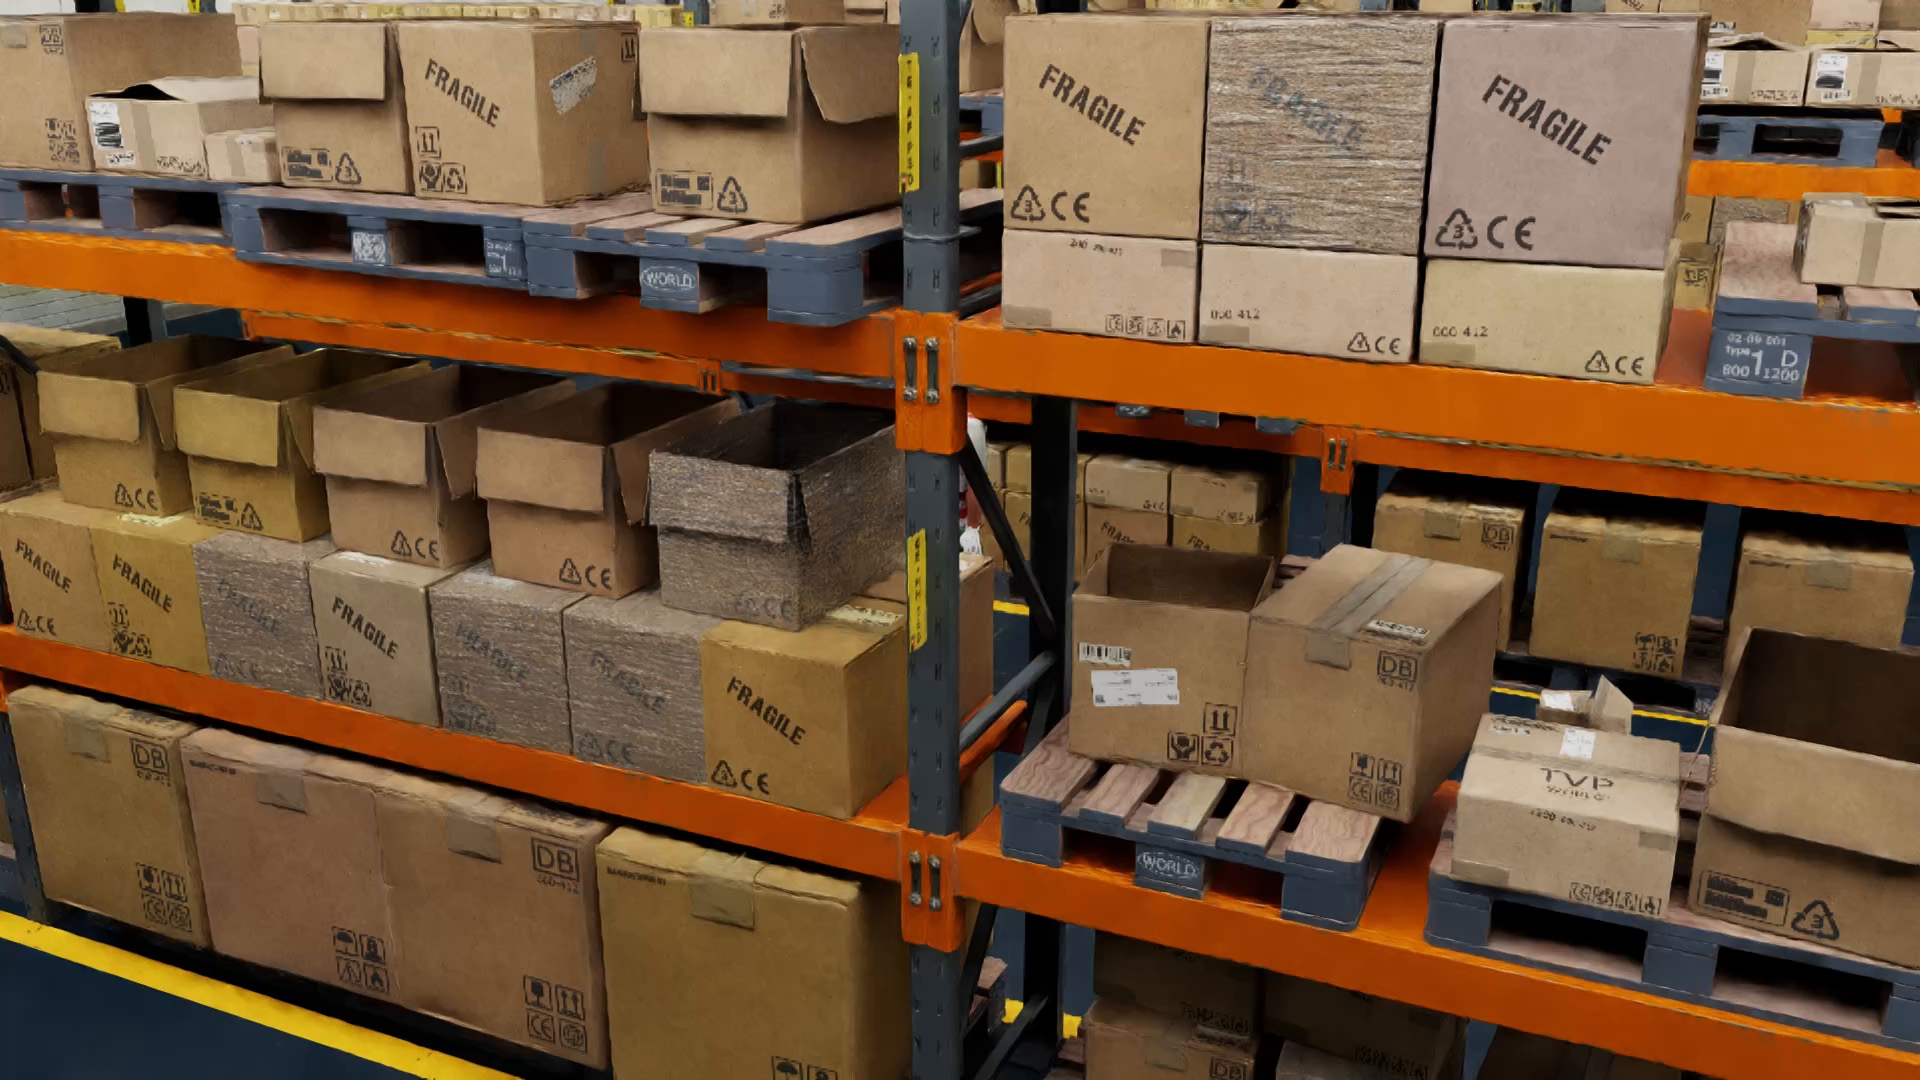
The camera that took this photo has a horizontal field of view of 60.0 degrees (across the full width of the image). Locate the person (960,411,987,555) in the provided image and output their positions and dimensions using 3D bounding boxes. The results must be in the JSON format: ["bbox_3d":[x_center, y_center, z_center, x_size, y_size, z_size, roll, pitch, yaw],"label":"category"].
[{"bbox_3d":[-0.147,-0.085,8.700,0.583,1.786,0.676,-18,26,-42],"label":"person"}]
